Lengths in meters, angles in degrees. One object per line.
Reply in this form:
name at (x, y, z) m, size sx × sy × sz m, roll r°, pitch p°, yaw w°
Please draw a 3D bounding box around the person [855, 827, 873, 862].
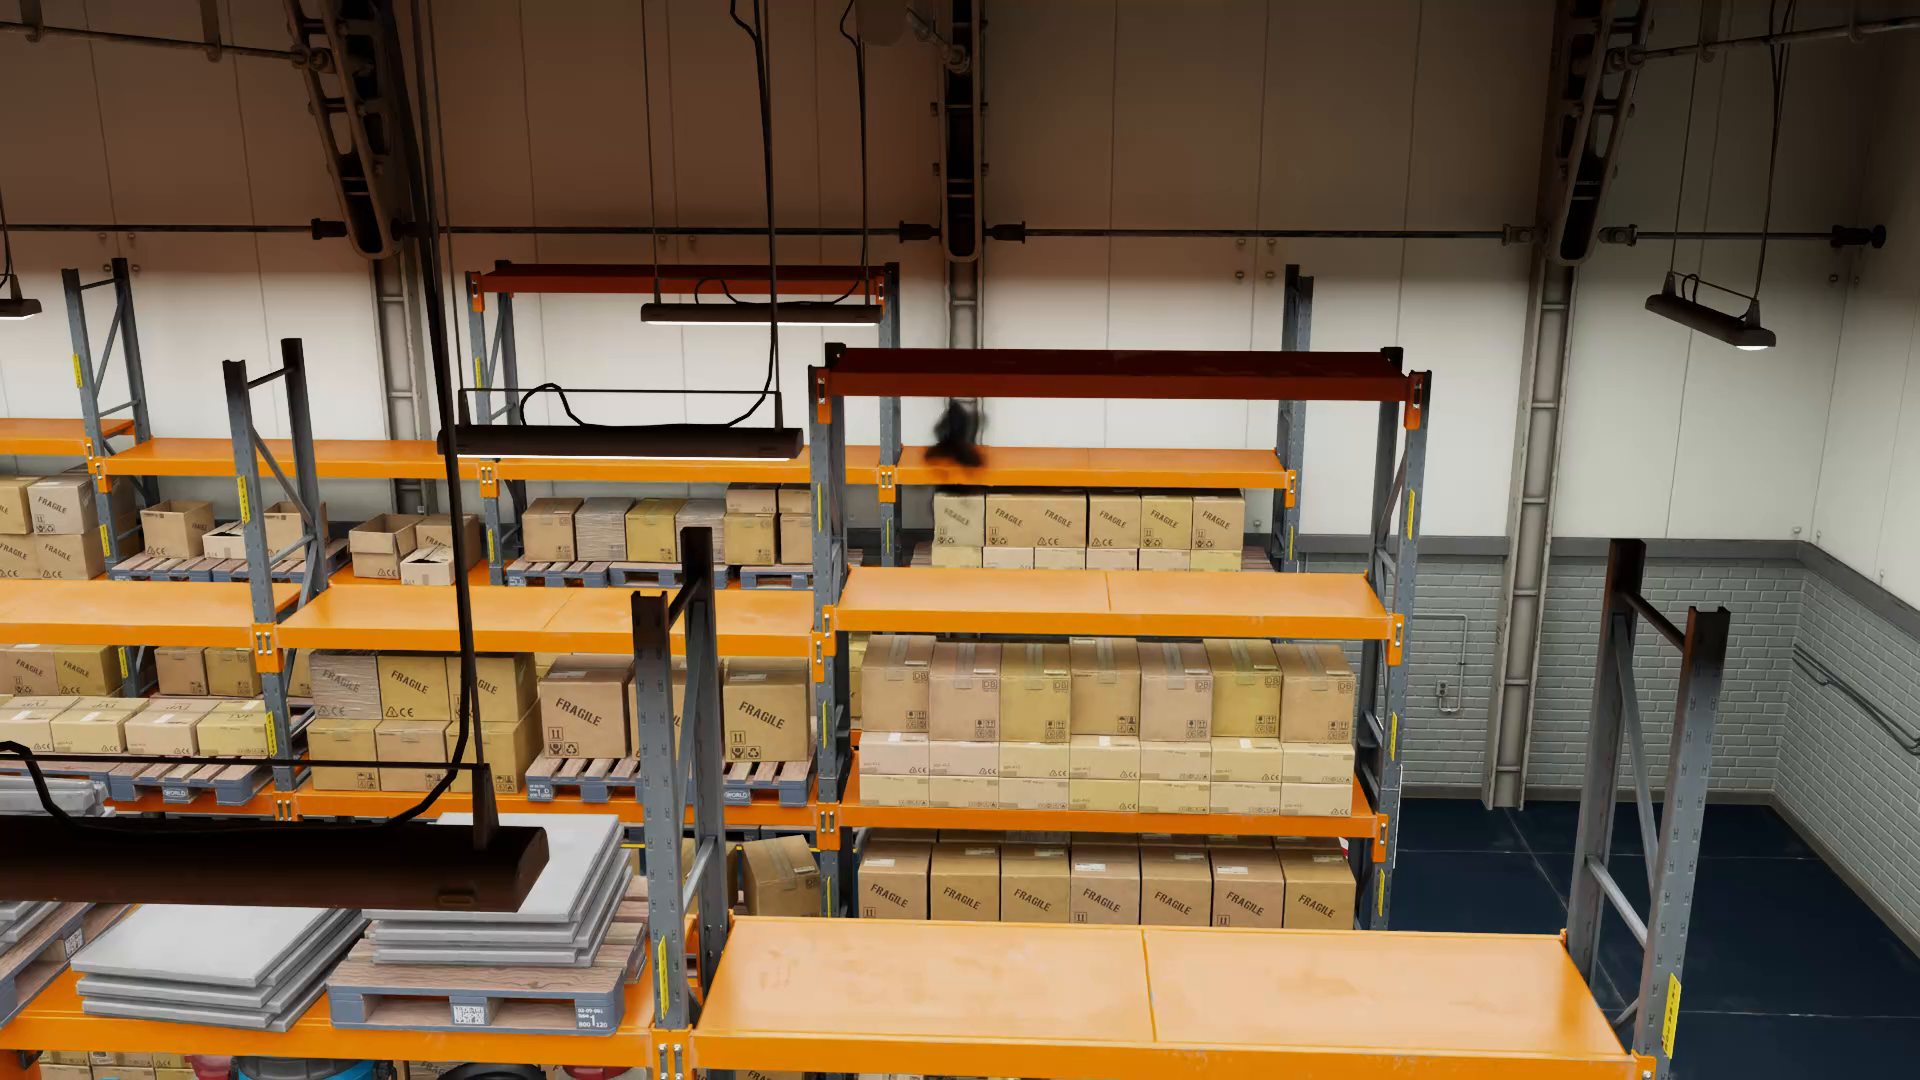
person at (-0.725, 2.656, 15.562) m, size 0.792 × 1.798 × 0.674 m, roll -3°, pitch 16°, yaw -10°
